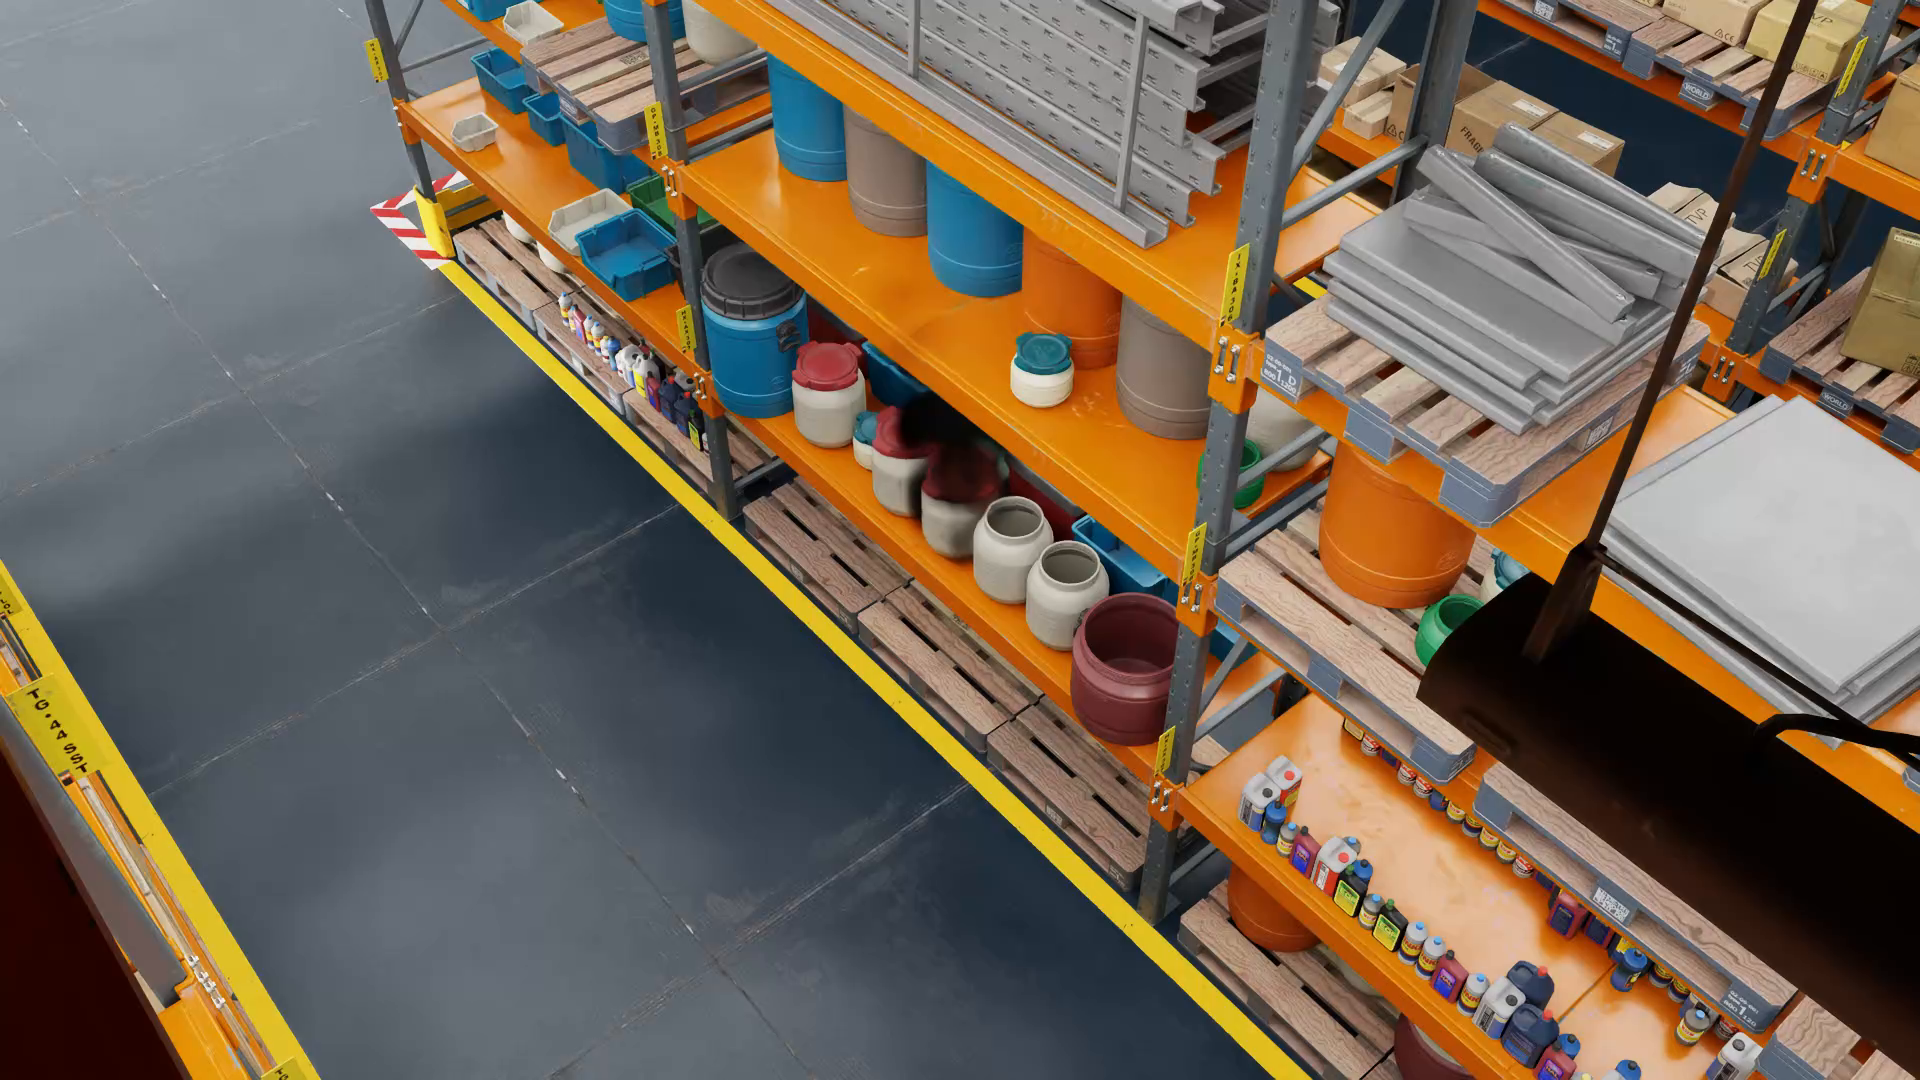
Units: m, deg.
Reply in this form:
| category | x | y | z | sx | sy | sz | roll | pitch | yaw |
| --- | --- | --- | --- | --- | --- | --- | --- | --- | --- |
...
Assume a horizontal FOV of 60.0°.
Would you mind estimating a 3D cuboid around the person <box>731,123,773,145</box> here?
| category | x | y | z | sx | sy | sz | roll | pitch | yaw |
| --- | --- | --- | --- | --- | --- | --- | --- | --- | --- |
| person | -1.614 | -3.176 | 12.822 | 0.647 | 1.769 | 0.796 | -35 | 56 | -29 |
